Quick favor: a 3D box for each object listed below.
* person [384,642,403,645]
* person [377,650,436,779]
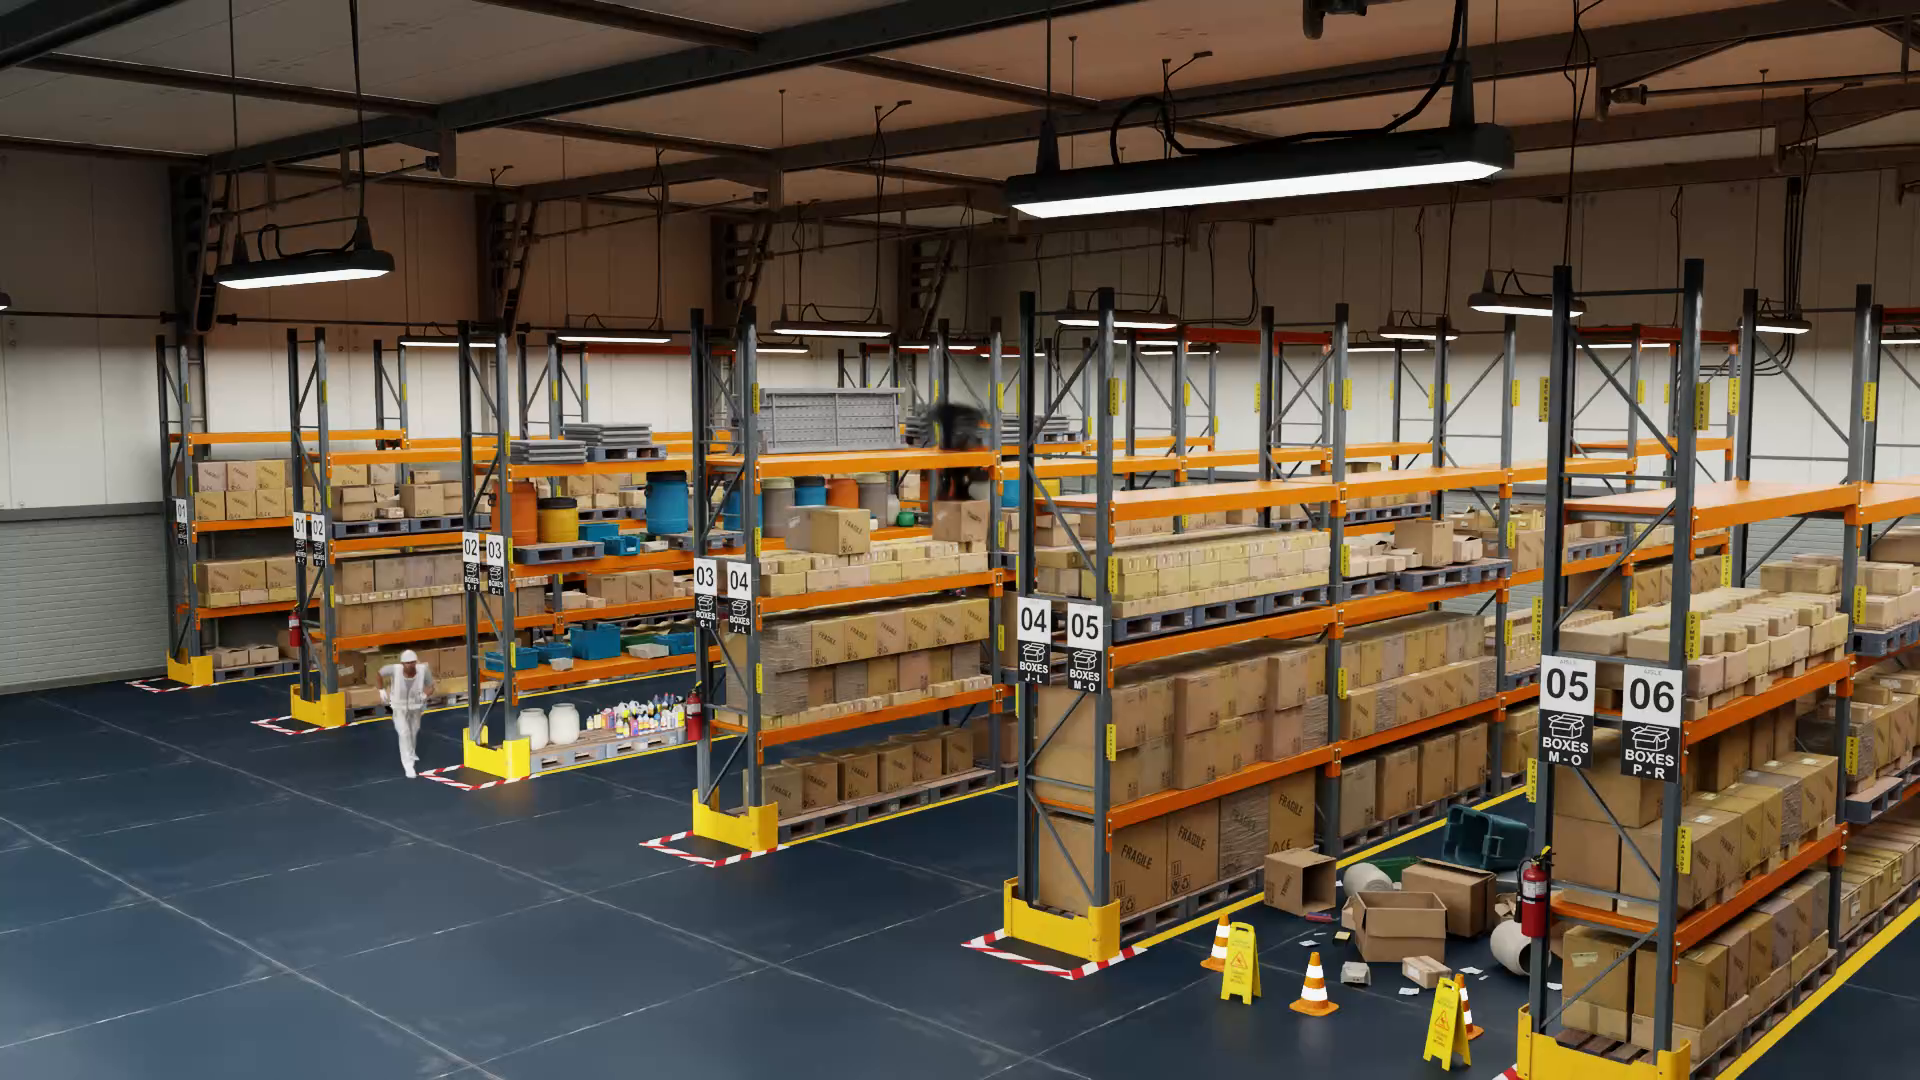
[{"bbox_3d":[-9.581,1.714,28.211,0.609,1.641,0.718,3,6,31],"label":"person"},{"bbox_3d":[-7.364,2.271,22.136,0.734,1.738,1.036,-2,6,-21],"label":"person"}]
